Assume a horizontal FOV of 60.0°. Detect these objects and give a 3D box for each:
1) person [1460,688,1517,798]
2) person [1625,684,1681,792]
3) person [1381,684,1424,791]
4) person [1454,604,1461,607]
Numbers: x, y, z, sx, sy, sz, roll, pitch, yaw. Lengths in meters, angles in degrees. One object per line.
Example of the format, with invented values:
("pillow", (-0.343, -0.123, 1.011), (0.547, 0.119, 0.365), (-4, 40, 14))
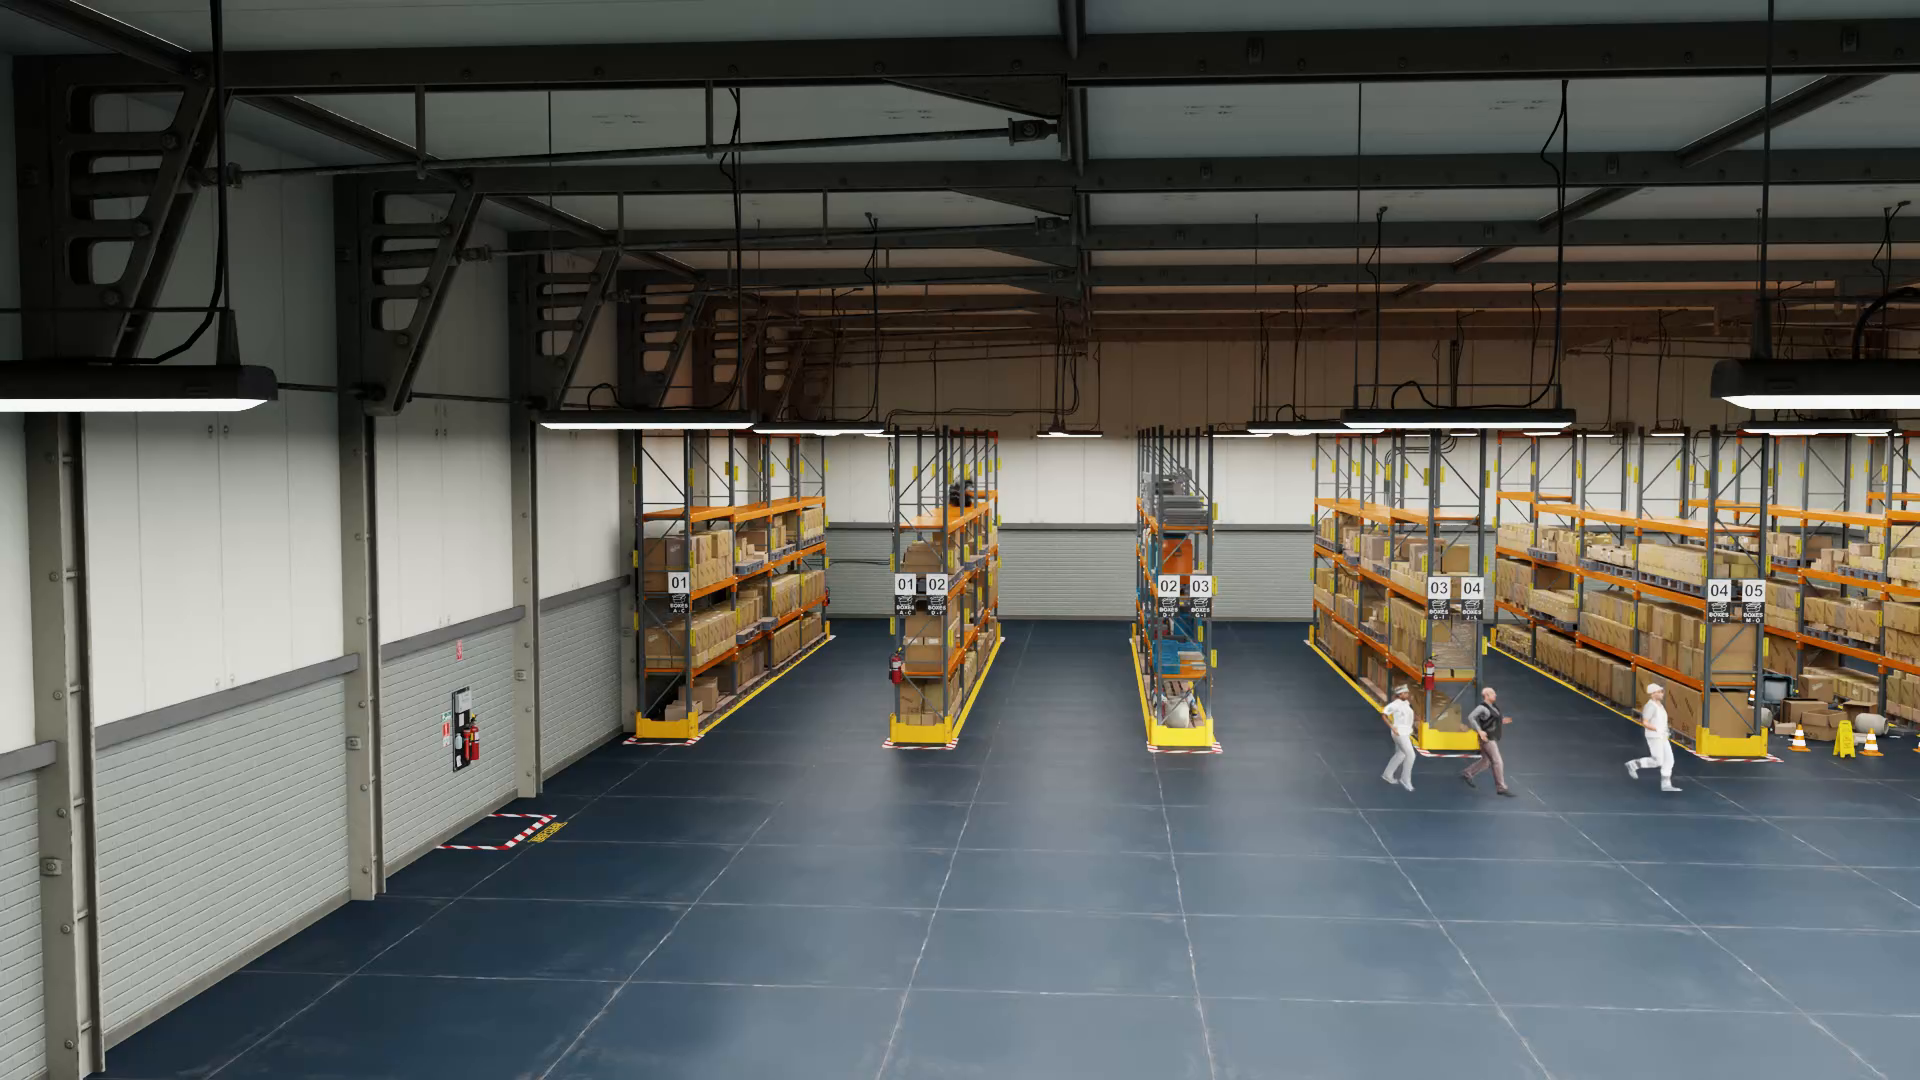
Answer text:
("person", (8.511, 3.228, 26.756), (0.966, 1.710, 0.655), (2, 4, 35))
("person", (11.363, 3.223, 27.177), (0.866, 1.755, 0.669), (3, 5, 41))
("person", (7.259, 3.231, 27.317), (0.718, 1.751, 0.554), (3, 4, 37))
("person", (13.429, 2.182, 44.751), (0.634, 1.685, 0.810), (1, 3, 9))
